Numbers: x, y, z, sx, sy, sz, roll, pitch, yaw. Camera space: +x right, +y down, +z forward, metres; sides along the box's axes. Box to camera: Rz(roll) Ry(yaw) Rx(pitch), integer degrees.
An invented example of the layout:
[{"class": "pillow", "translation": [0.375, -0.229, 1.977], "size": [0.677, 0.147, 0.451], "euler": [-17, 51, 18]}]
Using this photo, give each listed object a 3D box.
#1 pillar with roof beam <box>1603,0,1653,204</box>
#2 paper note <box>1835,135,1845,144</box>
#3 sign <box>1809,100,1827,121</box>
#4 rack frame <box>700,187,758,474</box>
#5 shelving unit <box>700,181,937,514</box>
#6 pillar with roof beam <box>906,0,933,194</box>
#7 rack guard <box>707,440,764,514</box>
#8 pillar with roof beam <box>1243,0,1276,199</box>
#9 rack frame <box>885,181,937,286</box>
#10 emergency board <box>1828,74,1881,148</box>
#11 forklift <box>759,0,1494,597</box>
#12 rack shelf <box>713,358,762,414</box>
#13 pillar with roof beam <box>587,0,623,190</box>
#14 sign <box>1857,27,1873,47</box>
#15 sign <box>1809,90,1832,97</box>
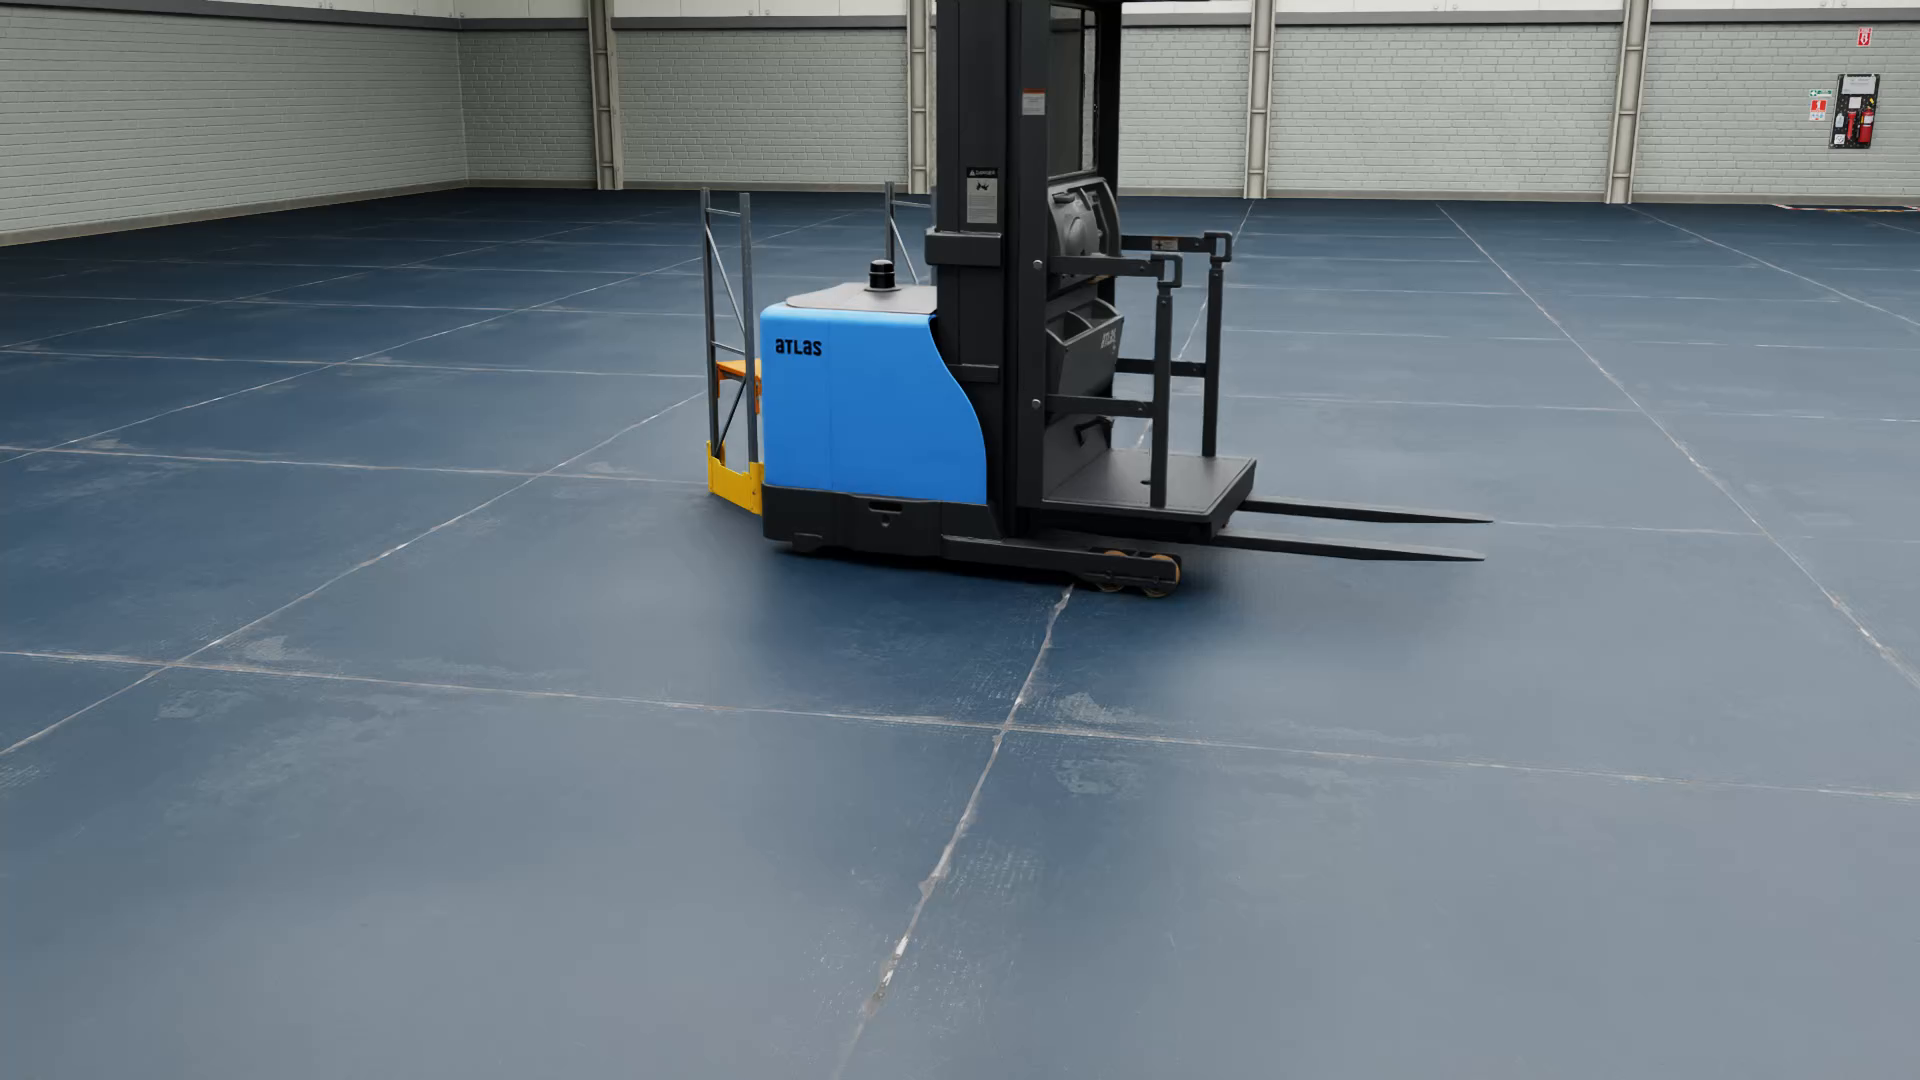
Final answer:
[{"class": "pillar with roof beam", "translation": [10.185, -8.877, 22.680], "size": [0.400, 9.000, 9.100], "euler": [3, 16, 11]}, {"class": "paper note", "translation": [14.349, -6.537, 27.122], "size": [0.142, 0.148, 0.016], "euler": [3, 16, 11]}, {"class": "sign", "translation": [13.987, -7.008, 27.104], "size": [0.234, 0.329, 0.001], "euler": [3, 16, 11]}, {"class": "rack frame", "translation": [-1.103, -0.912, 7.975], "size": [0.032, 1.500, 0.500], "euler": [-9, 18, -30]}, {"class": "shelving unit", "translation": [-0.663, -0.985, 8.238], "size": [1.083, 1.500, 0.587], "euler": [-9, 18, -30]}, {"class": "pillar with roof beam", "translation": [-1.575, -9.515, 24.985], "size": [0.400, 9.000, 9.100], "euler": [3, 16, 11]}, {"class": "rack guard", "translation": [-1.087, -0.313, 8.152], "size": [0.087, 0.250, 0.587], "euler": [-9, 18, -30]}, {"class": "pillar with roof beam", "translation": [4.305, -9.196, 23.832], "size": [0.400, 9.000, 9.100], "euler": [3, 16, 11]}, {"class": "rack frame", "translation": [-0.239, -1.055, 8.491], "size": [0.032, 1.500, 0.500], "euler": [-9, 18, -30]}, {"class": "emergency board", "translation": [14.508, -6.934, 26.905], "size": [0.643, 1.169, 0.194], "euler": [3, 16, 11]}, {"class": "forklift", "translation": [0.706, -1.345, 6.856], "size": [3.031, 2.935, 1.130], "euler": [6, 16, 19]}, {"class": "rack shelf", "translation": [-0.671, -0.810, 8.281], "size": [1.000, 0.185, 0.538], "euler": [-9, 18, -30]}, {"class": "pillar with roof beam", "translation": [-7.454, -9.834, 26.137], "size": [0.400, 9.000, 9.100], "euler": [3, 16, 11]}, {"class": "sign", "translation": [14.520, -8.078, 26.691], "size": [0.199, 0.298, 0.001], "euler": [3, 16, 11]}, {"class": "sign", "translation": [13.990, -7.260, 27.024], "size": [0.331, 0.109, 0.001], "euler": [3, 16, 11]}]
